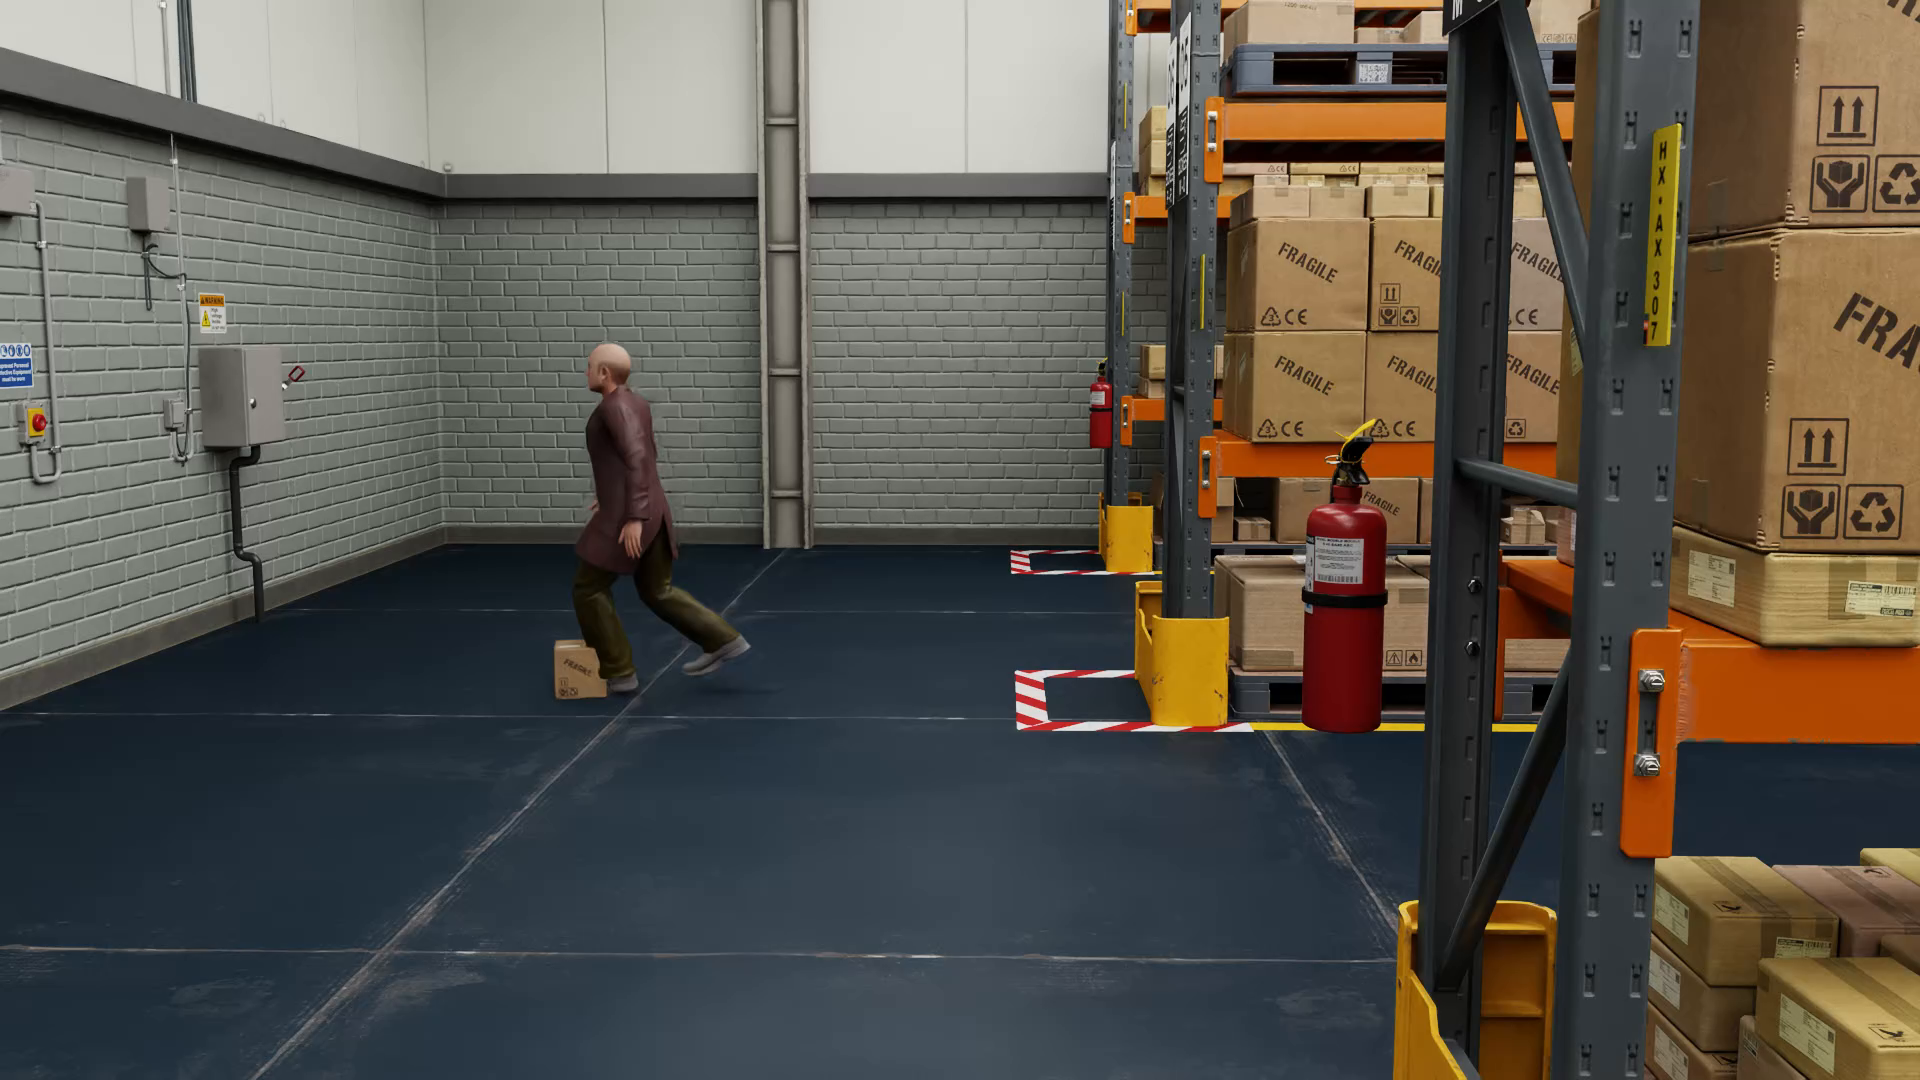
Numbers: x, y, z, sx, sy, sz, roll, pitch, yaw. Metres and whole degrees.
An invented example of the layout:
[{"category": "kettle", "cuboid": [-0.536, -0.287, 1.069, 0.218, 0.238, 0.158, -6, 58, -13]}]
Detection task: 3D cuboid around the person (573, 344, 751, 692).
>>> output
[{"category": "person", "cuboid": [-1.522, -0.106, 8.233, 0.887, 1.721, 0.667, 1, 7, 9]}]
